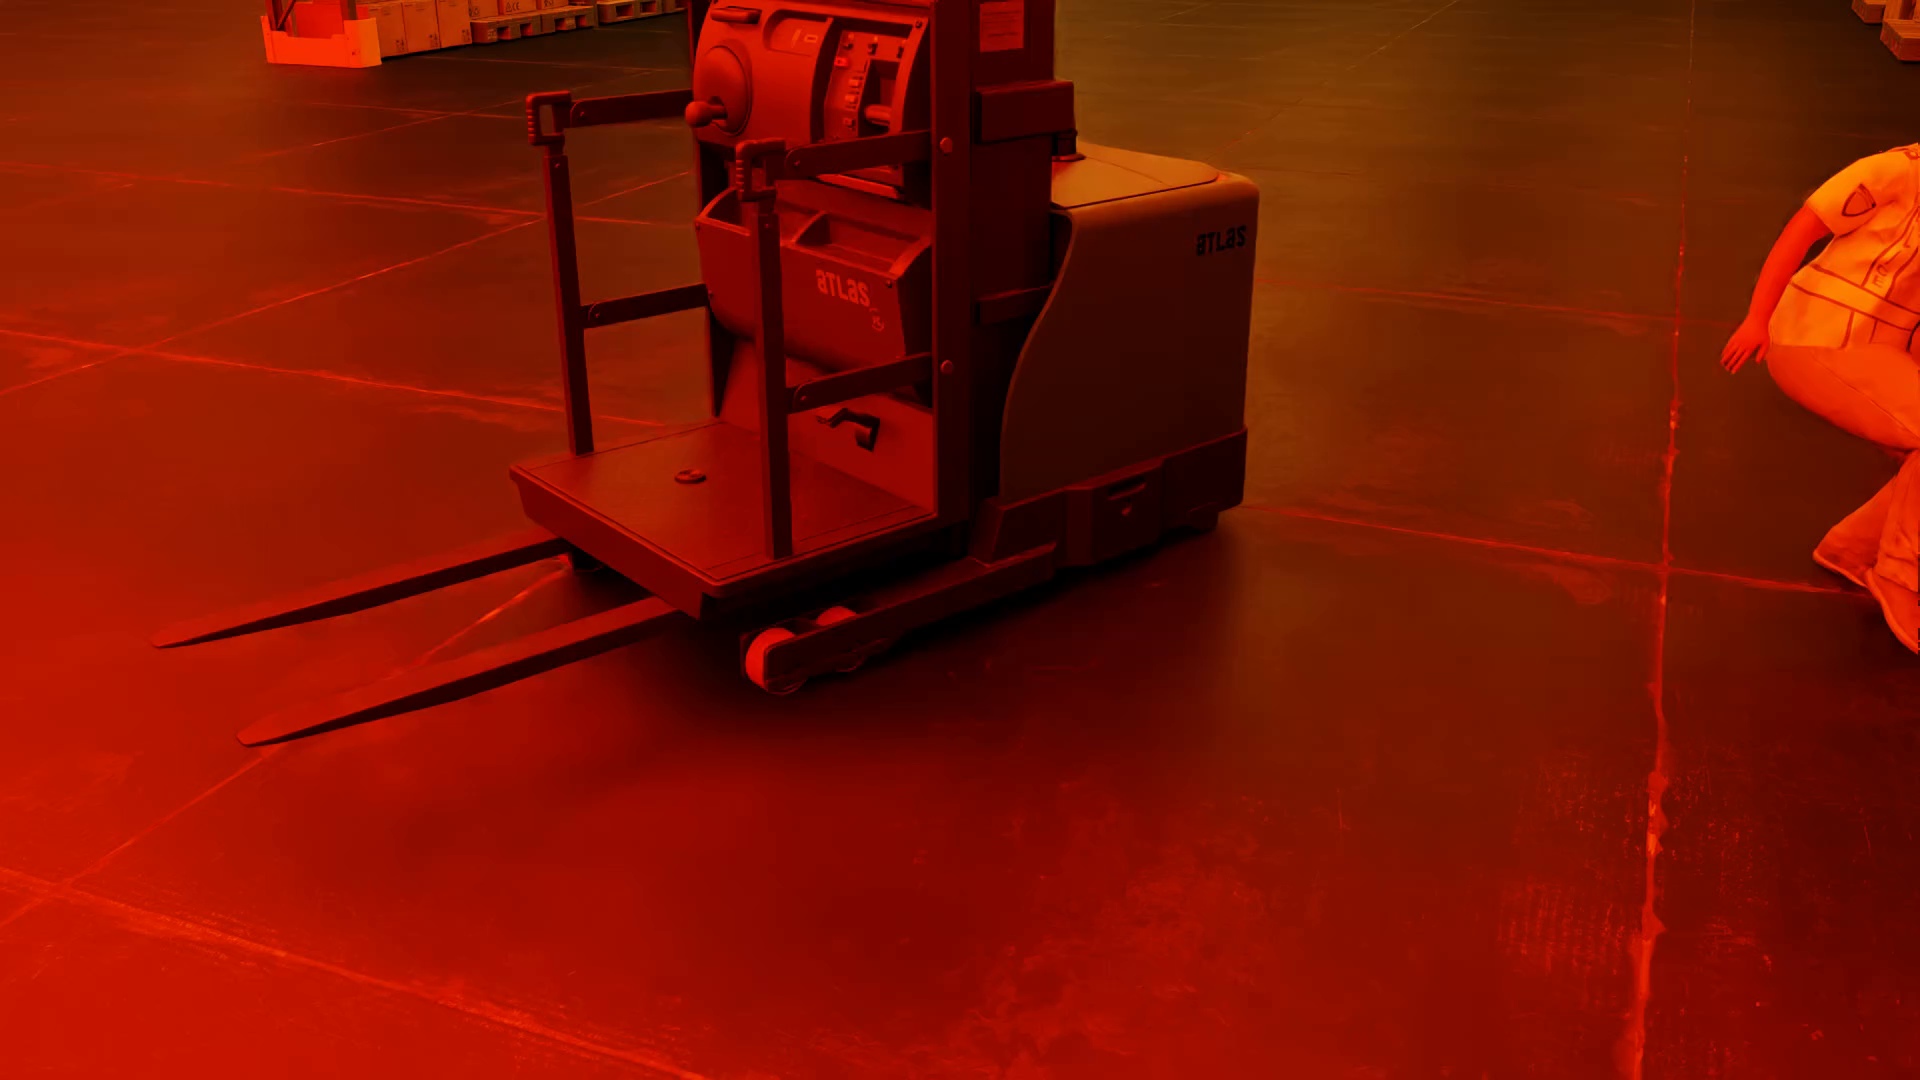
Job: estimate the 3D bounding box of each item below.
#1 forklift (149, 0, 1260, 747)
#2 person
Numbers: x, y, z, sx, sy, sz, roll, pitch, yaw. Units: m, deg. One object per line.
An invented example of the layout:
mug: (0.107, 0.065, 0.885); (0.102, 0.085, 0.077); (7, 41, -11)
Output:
forklift: (-0.560, -1.192, 4.144); (3.031, 2.935, 1.130); (-18, 29, -37)
person: (2.496, -0.467, 4.367); (0.708, 1.463, 0.718); (-12, 25, -26)
